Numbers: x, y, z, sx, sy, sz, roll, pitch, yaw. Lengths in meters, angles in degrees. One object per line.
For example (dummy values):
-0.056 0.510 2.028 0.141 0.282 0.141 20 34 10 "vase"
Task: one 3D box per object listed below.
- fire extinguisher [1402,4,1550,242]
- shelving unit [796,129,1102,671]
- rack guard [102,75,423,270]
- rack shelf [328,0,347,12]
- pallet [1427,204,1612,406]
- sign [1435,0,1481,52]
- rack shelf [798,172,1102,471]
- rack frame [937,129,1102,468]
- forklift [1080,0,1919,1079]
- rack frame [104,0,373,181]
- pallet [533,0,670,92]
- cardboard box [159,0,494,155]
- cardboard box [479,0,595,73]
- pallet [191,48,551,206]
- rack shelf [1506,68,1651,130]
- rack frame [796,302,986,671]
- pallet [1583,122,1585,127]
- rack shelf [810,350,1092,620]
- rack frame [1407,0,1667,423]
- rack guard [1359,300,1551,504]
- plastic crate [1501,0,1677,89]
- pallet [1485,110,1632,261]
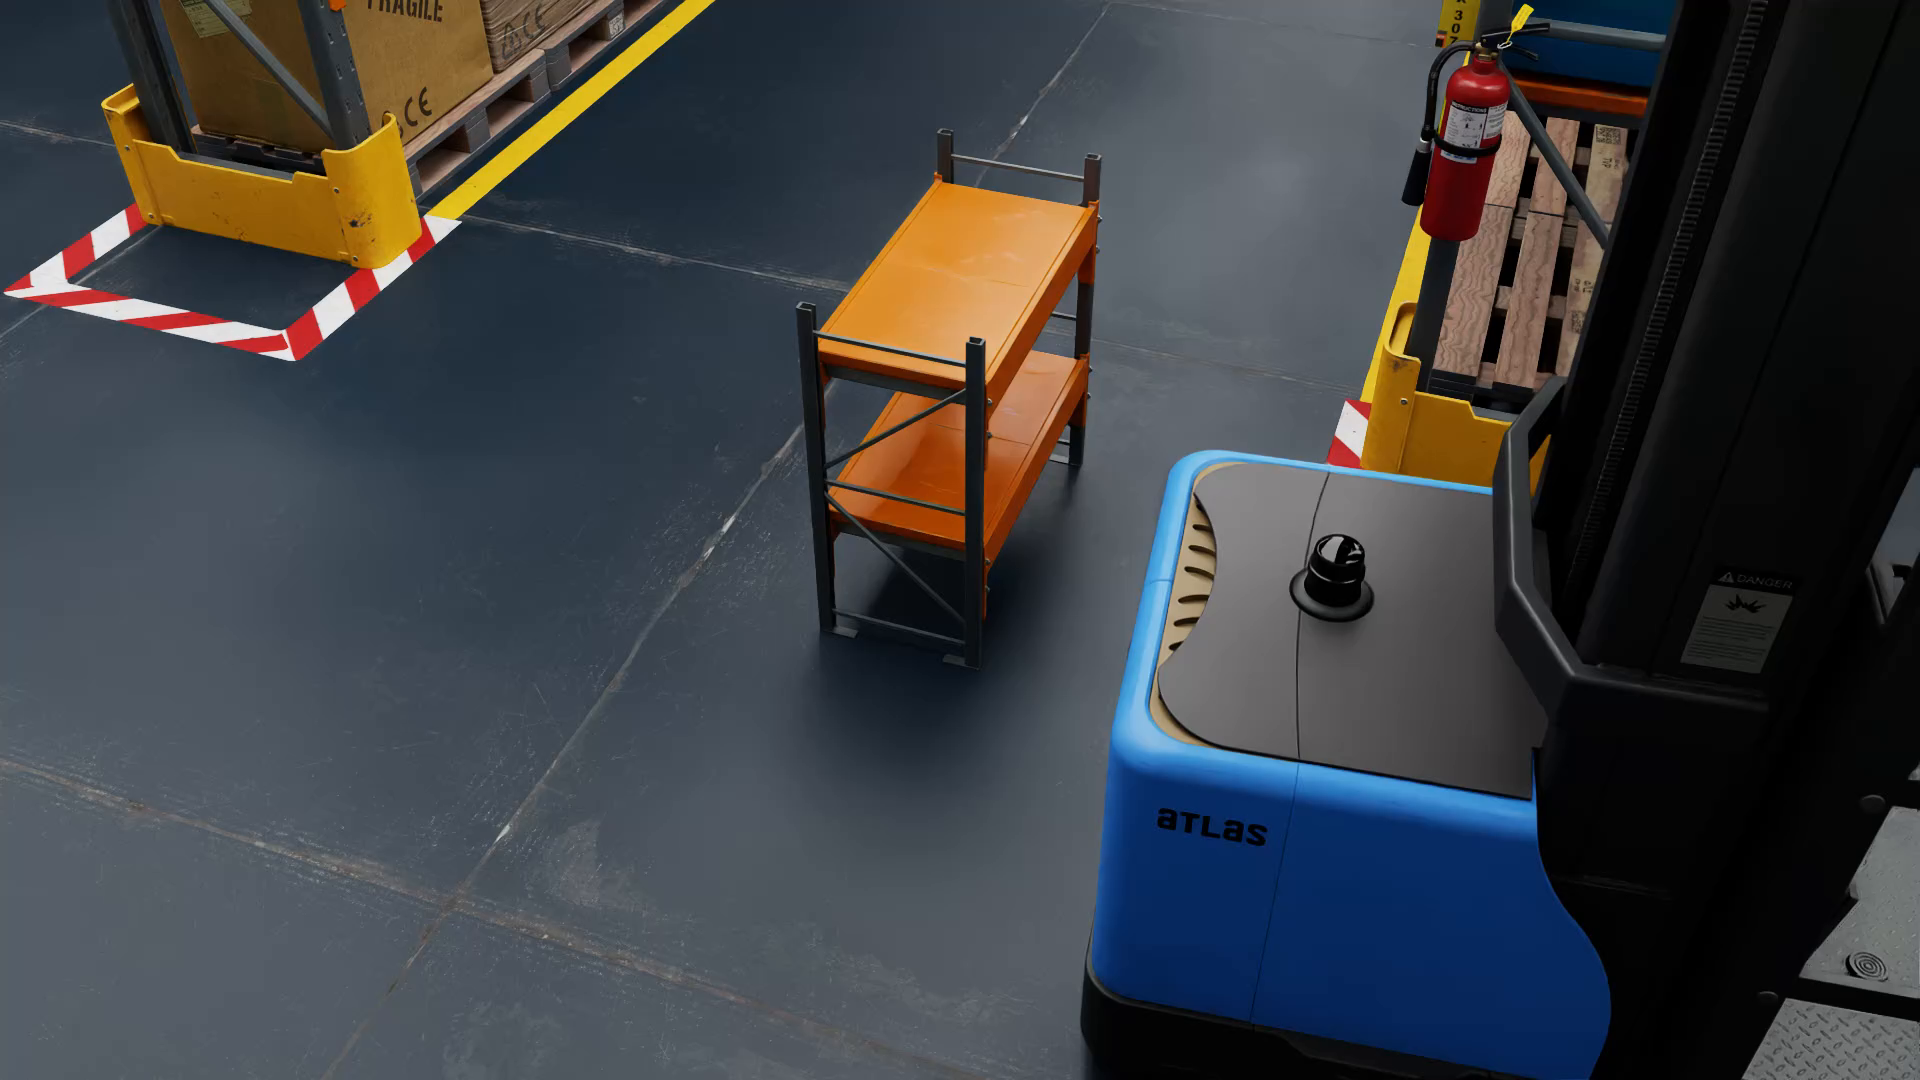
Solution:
1.432 -1.171 4.658 0.296 0.674 0.183 13 42 15 "fire extinguisher"
-0.002 -0.424 4.880 0.538 1.125 1.048 13 42 15 "shelving unit"
-2.752 -1.467 6.585 1.175 0.500 0.348 13 42 15 "rack guard"
-2.060 -3.379 7.454 1.077 0.370 4.000 13 42 15 "rack shelf"
2.229 -0.767 5.986 1.003 0.211 1.213 13 42 15 "pallet"
1.388 -1.508 4.580 0.100 0.325 0.005 13 42 15 "sign"
-0.002 -0.646 4.690 0.538 0.278 1.000 13 42 15 "rack shelf"
0.172 -0.734 5.243 0.500 1.125 0.032 13 42 15 "rack frame"
1.851 0.001 2.990 3.031 2.935 1.130 9 41 10 "forklift"
-2.744 -2.433 5.790 1.000 3.000 0.127 13 42 15 "rack frame"
-2.125 -2.619 8.157 1.003 0.211 1.213 13 42 15 "pallet"
-2.600 -2.192 6.822 0.875 0.875 0.875 13 42 15 "cardboard box"
-2.289 -2.747 7.473 0.875 0.875 0.875 13 42 15 "cardboard box"
-2.544 -1.877 7.287 1.003 0.211 1.213 13 42 15 "pallet"
2.595 -2.280 6.165 1.077 0.370 4.000 13 42 15 "rack shelf"
-0.176 -0.114 4.517 0.500 1.125 0.032 13 42 15 "rack frame"
3.063 -2.255 7.731 1.003 0.211 1.213 13 42 15 "pallet"
-0.002 -0.238 5.039 0.538 0.278 1.000 13 42 15 "rack shelf"
1.911 -1.334 4.502 1.000 3.000 0.127 13 42 15 "rack frame"
1.915 -0.365 5.293 1.175 0.500 0.348 13 42 15 "rack guard"
1.850 -1.615 4.759 0.616 0.435 0.499 13 42 15 "plastic crate"
2.648 -1.509 6.856 1.003 0.211 1.213 13 42 15 "pallet"
